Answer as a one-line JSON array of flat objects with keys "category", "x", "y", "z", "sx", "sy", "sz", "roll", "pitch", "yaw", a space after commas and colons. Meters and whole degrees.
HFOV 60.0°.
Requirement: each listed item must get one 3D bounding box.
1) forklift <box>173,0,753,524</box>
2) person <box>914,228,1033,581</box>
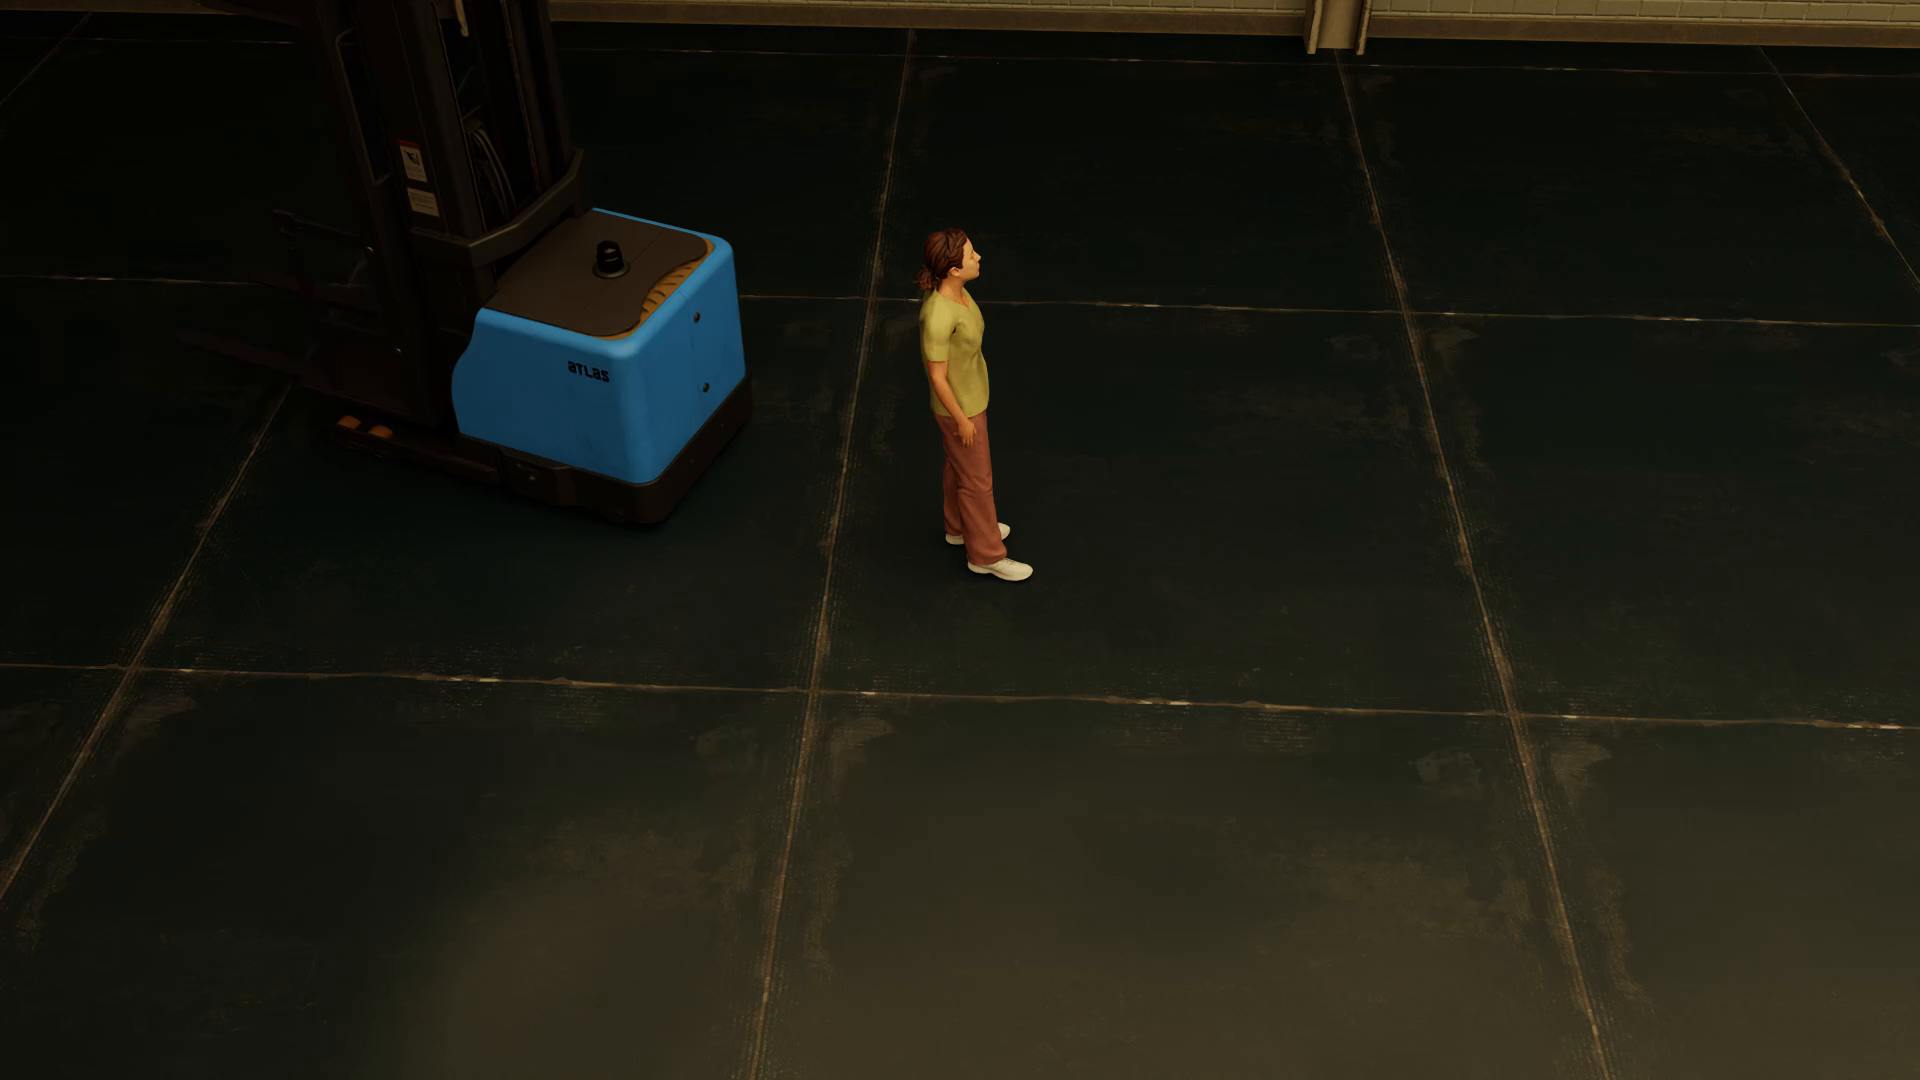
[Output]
[{"category": "forklift", "x": -2.630, "y": -1.804, "z": 7.719, "sx": 3.031, "sy": 2.935, "sz": 1.130, "roll": 16, "pitch": 45, "yaw": 17}, {"category": "person", "x": 0.074, "y": -0.614, "z": 7.335, "sx": 0.548, "sy": 1.673, "sz": 0.553, "roll": 2, "pitch": 42, "yaw": 2}]
